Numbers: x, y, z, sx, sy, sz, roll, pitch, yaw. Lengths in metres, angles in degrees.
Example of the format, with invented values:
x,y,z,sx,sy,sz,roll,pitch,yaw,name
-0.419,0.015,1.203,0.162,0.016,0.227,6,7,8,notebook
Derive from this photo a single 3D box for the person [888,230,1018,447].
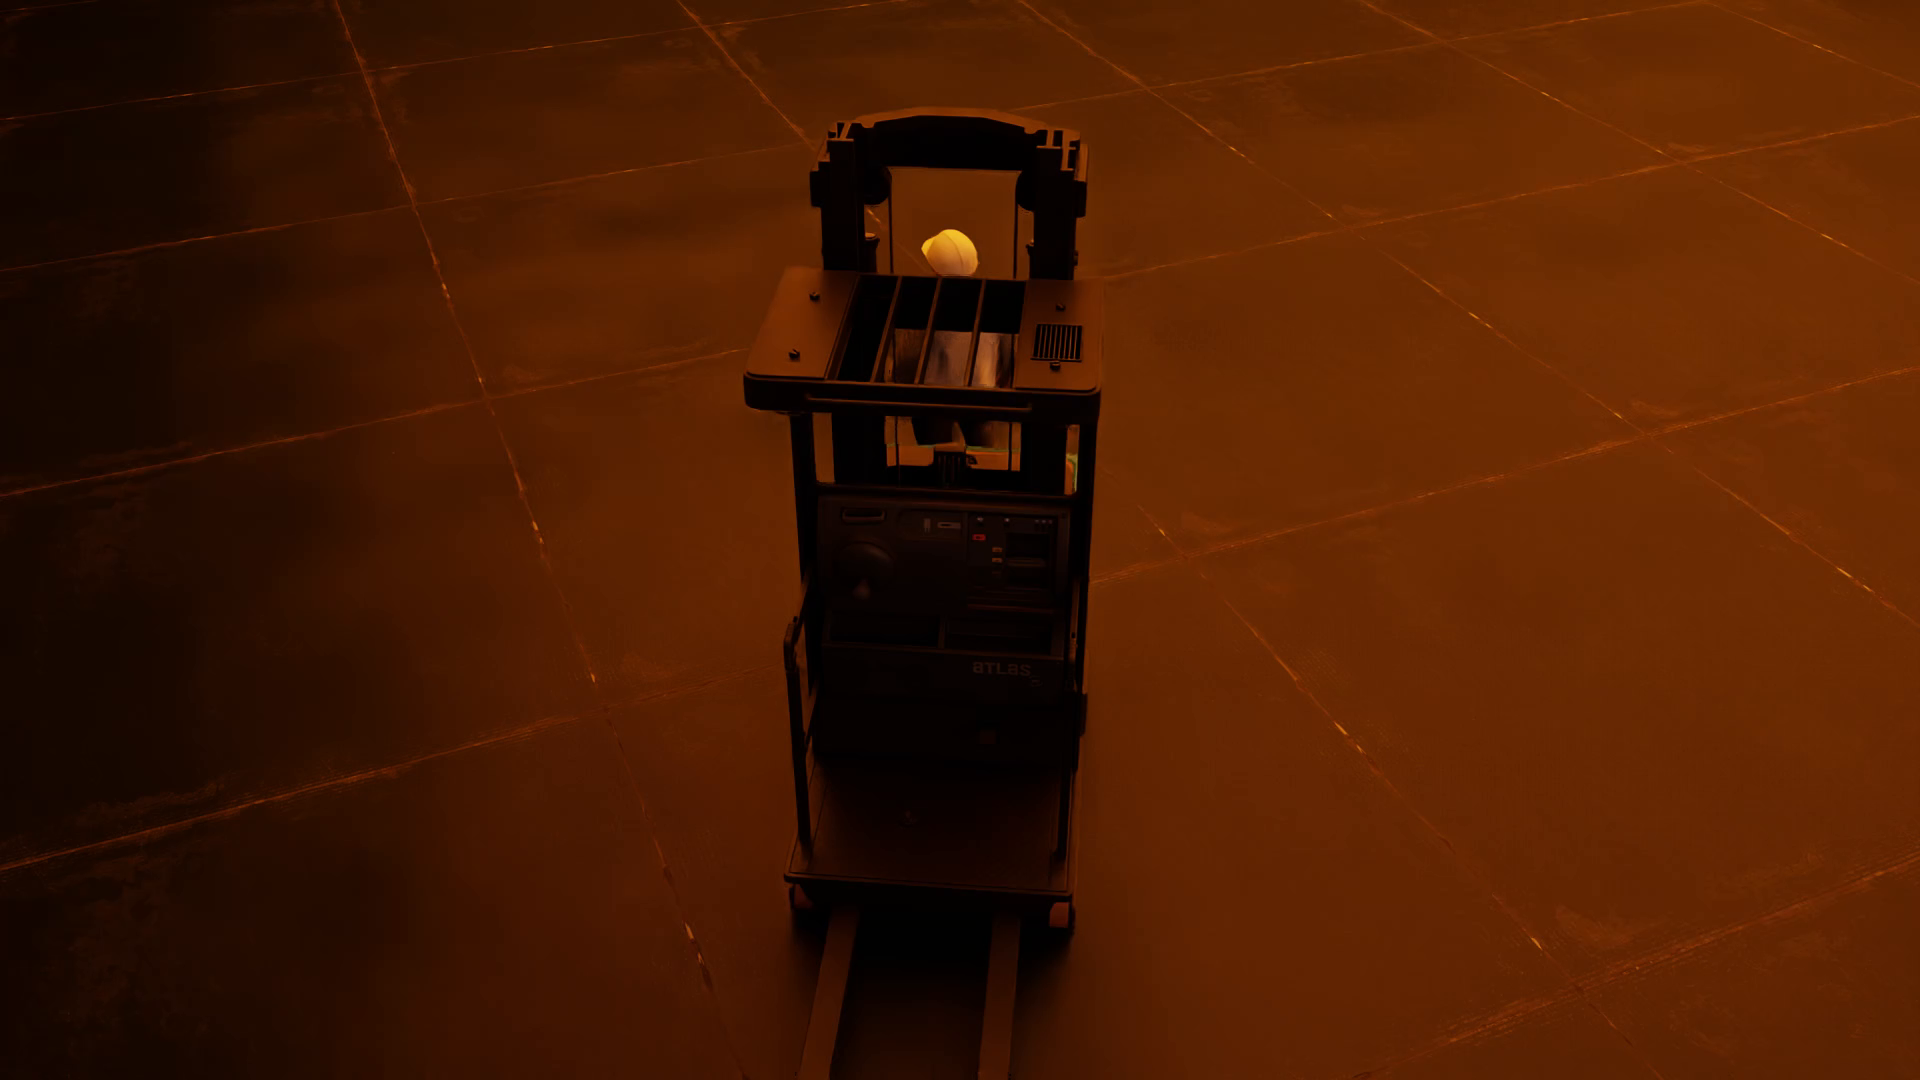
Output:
x,y,z,sx,sy,sz,roll,pitch,yaw,name
-0.055,-0.763,8.191,0.653,1.765,0.567,-12,37,-16,person

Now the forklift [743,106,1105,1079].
x,y,z,sx,sy,sz,roll,pitch,yaw,name
-0.081,0.112,5.941,1.130,2.935,3.031,3,36,4,forklift
